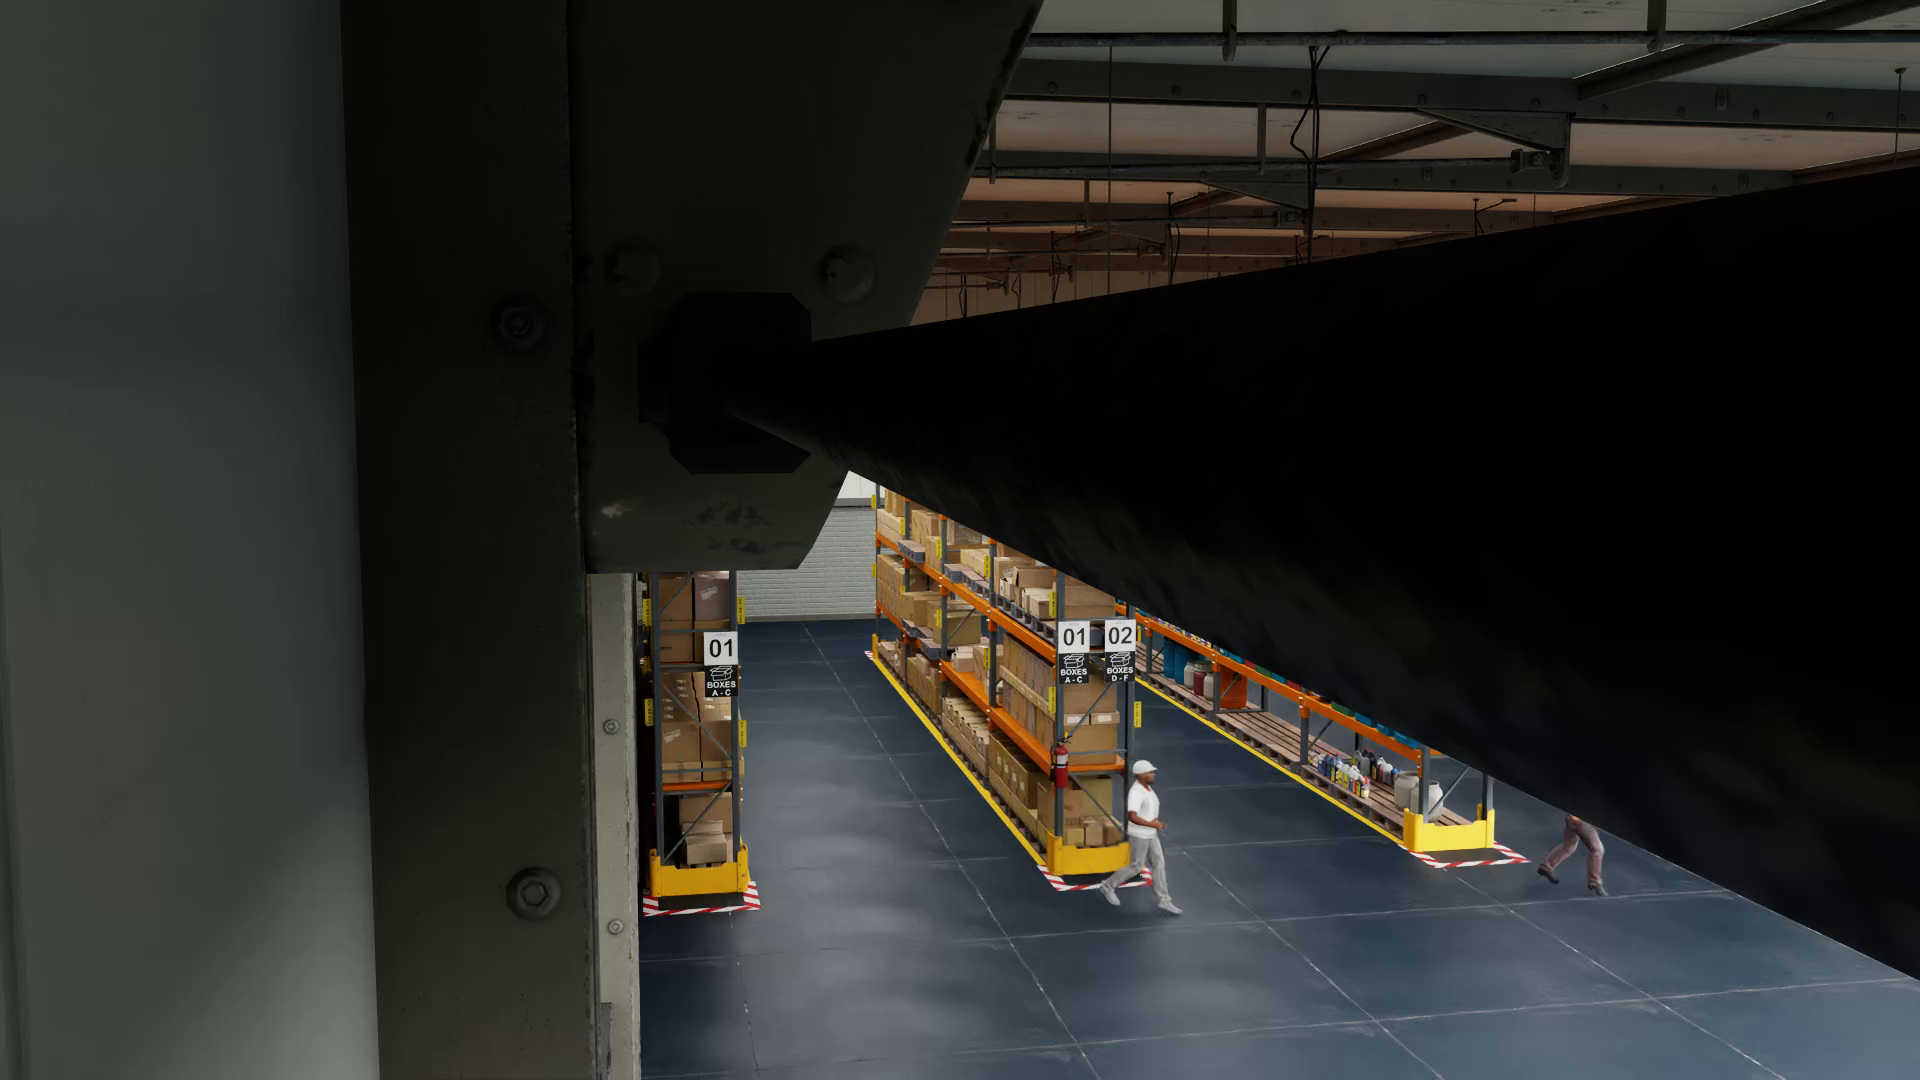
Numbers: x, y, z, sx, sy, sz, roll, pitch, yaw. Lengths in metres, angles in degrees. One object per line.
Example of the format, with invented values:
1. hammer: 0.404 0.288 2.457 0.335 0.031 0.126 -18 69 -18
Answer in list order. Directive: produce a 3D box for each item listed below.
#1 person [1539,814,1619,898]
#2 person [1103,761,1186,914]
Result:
1. person: 7.534 3.417 20.164 0.925 1.756 0.608 2 6 21
2. person: 2.186 3.457 19.424 0.991 1.764 0.734 2 6 22
